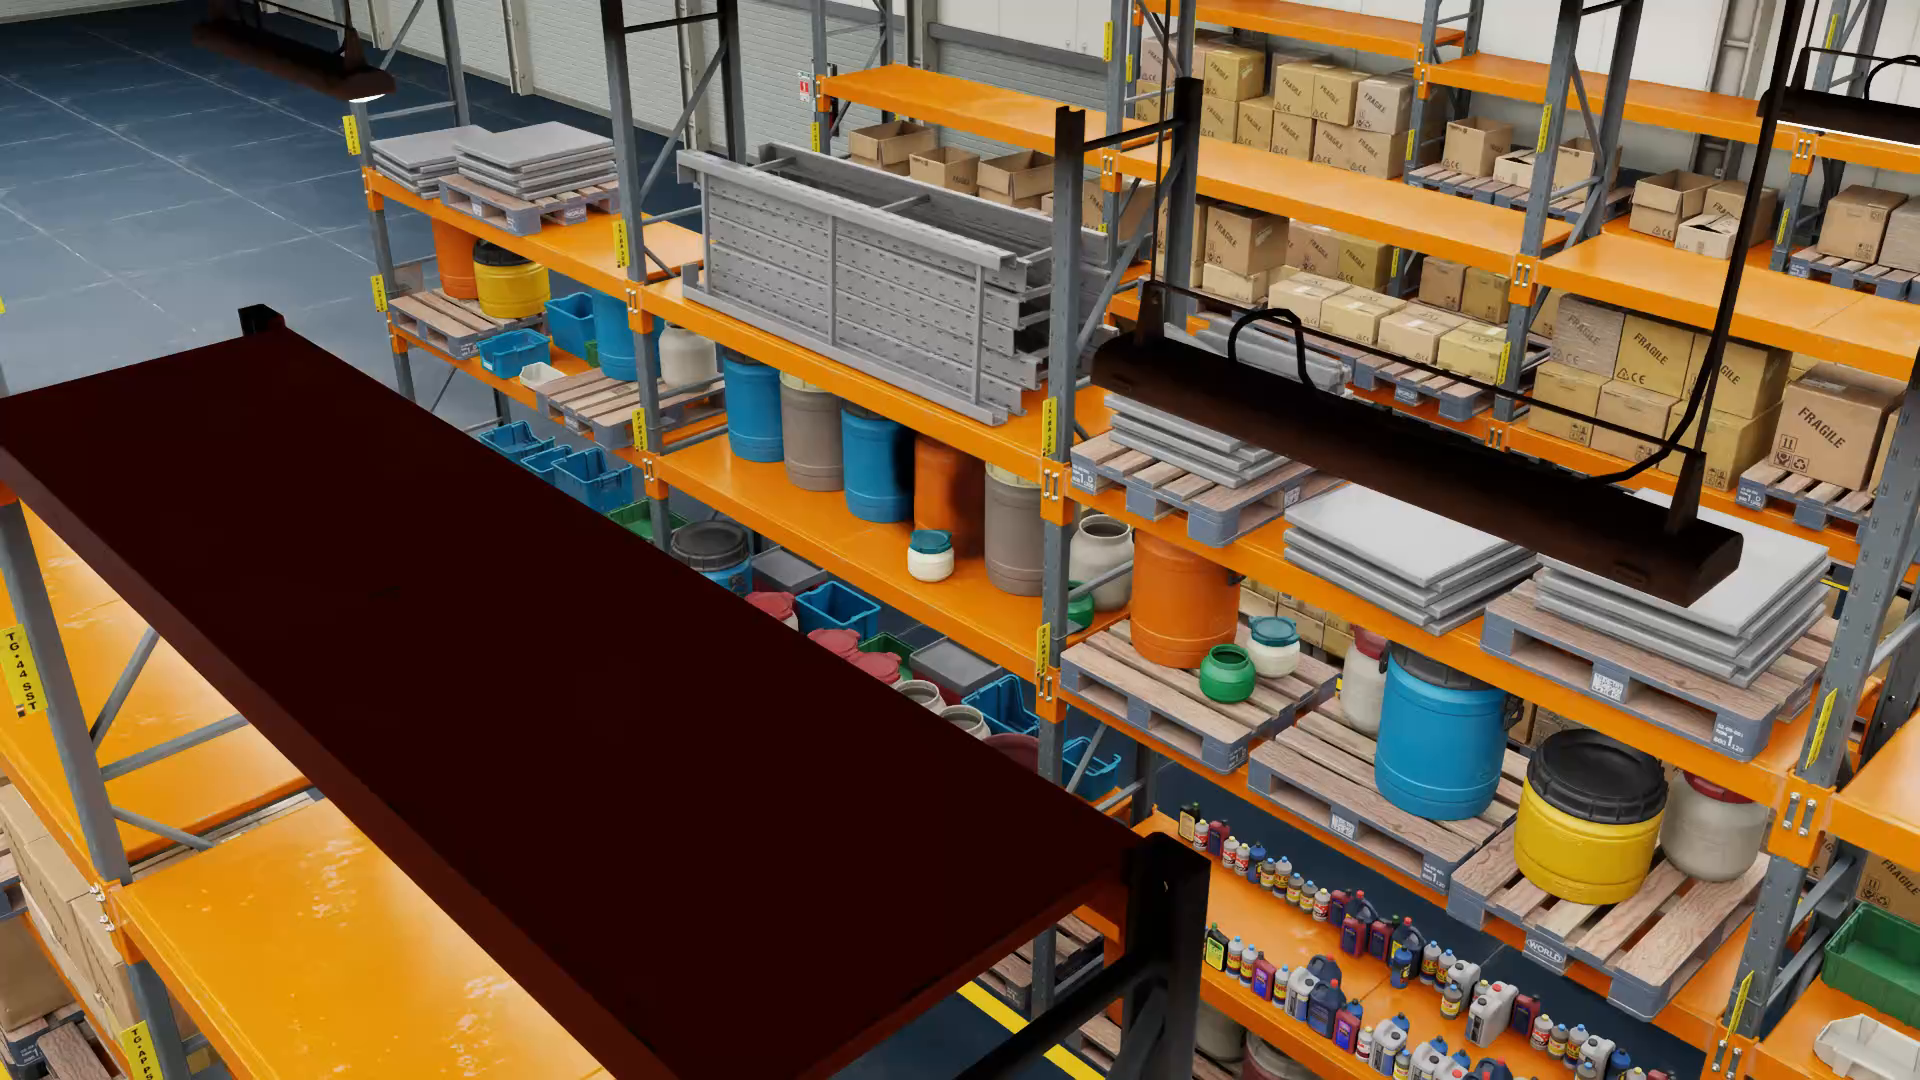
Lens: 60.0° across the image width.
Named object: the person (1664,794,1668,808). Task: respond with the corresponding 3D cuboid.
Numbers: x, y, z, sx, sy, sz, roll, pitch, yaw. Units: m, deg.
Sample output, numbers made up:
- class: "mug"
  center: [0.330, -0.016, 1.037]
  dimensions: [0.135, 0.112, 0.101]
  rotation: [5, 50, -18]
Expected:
- class: "person"
  center: [4.469, 2.271, 10.830]
  dimensions: [0.526, 1.670, 1.031]
  rotation: [-18, 33, -30]
